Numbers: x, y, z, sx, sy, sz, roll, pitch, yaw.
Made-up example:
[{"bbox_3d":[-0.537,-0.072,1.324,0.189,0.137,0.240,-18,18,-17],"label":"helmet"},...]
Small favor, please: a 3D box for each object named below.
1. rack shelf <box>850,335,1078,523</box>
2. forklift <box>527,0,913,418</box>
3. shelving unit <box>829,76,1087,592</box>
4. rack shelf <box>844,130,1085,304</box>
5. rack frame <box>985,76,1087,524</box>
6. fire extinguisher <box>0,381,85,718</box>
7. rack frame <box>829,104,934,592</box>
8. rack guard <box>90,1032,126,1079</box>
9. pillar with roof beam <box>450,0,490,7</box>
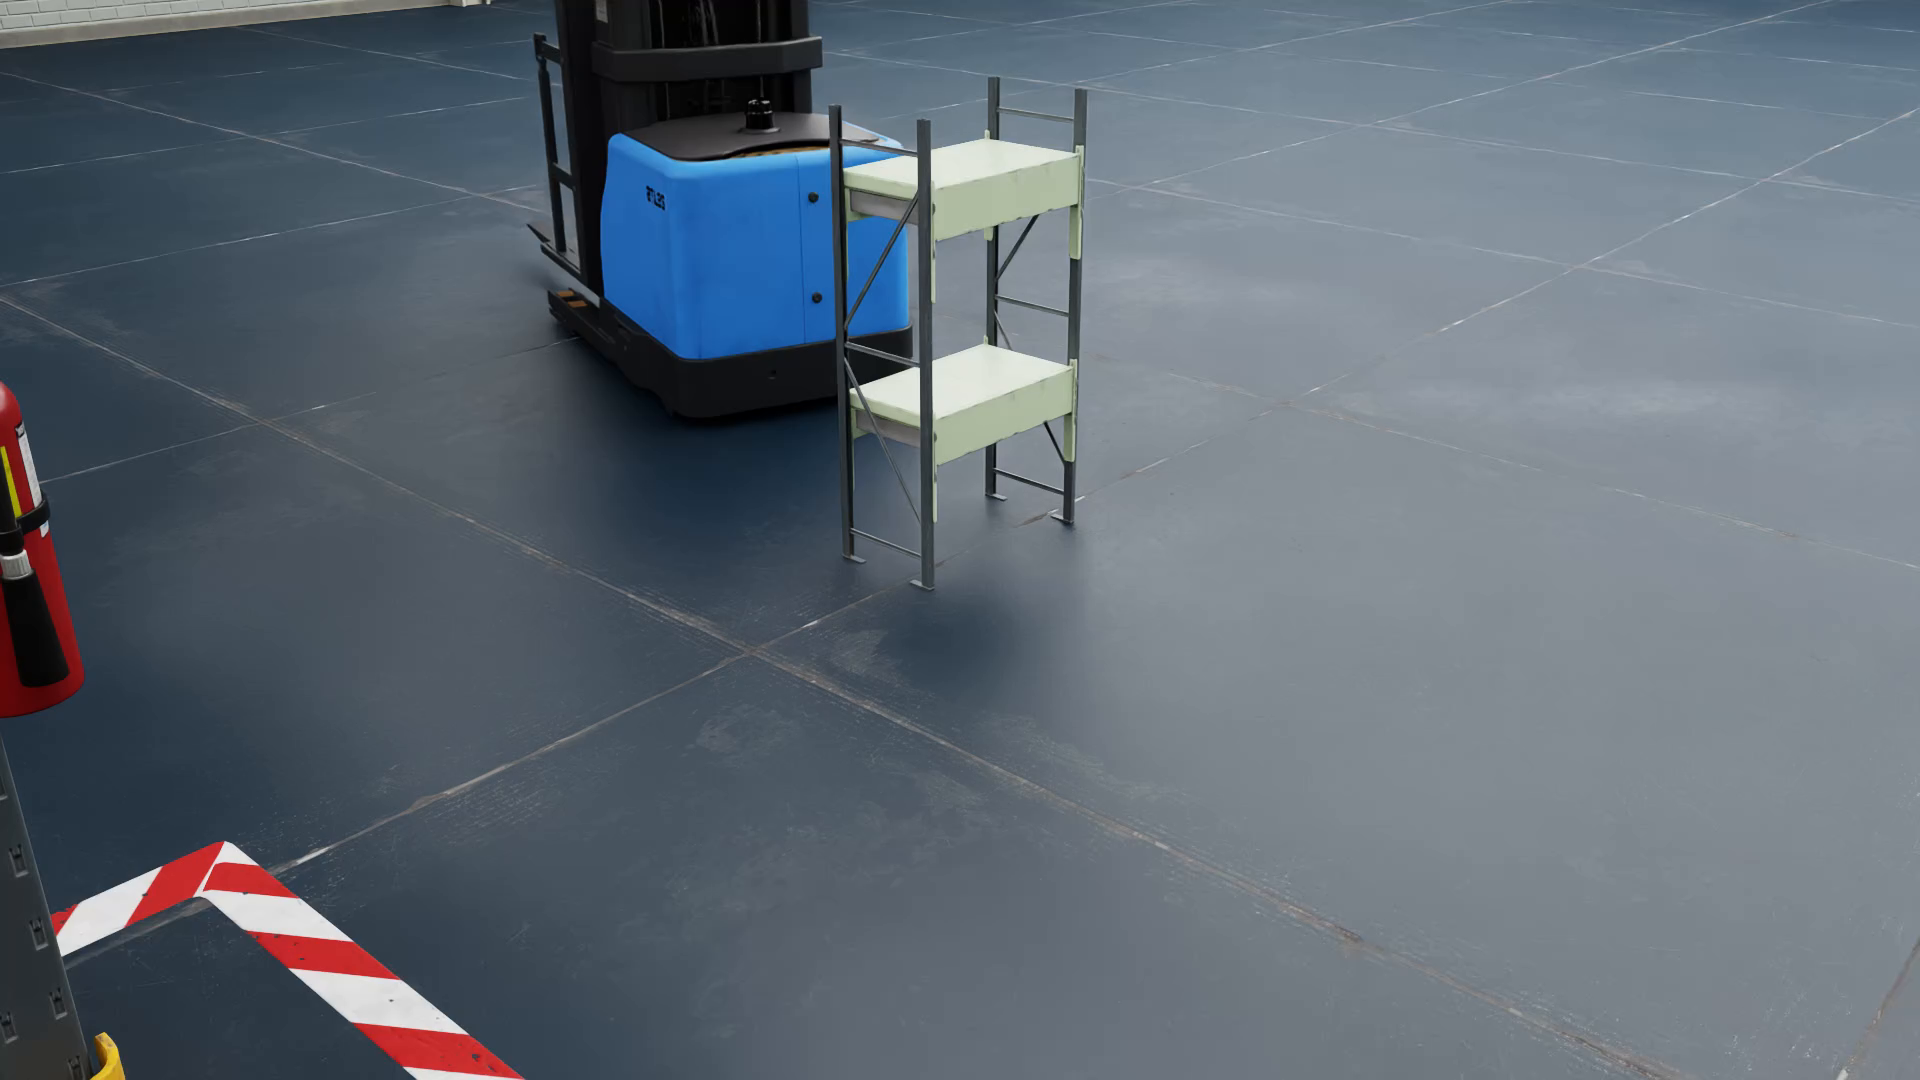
[{"bbox_3d":[0.004,-0.389,5.581,0.431,0.370,0.720,20,31,38],"label":"rack shelf"},{"bbox_3d":[-1.345,-2.391,7.501,1.130,2.935,3.031,-12,27,-26],"label":"forklift"},{"bbox_3d":[0.004,-0.686,5.448,0.431,1.500,0.755,20,31,38],"label":"shelving unit"},{"bbox_3d":[0.004,-1.042,5.288,0.431,0.370,0.720,20,31,38],"label":"rack shelf"},{"bbox_3d":[0.249,-0.798,5.696,0.400,1.500,0.023,20,31,38],"label":"rack frame"},{"bbox_3d":[-1.403,-0.079,2.354,0.296,0.674,0.183,20,31,38],"label":"fire extinguisher"},{"bbox_3d":[-0.240,-0.575,5.199,0.400,1.500,0.023,20,31,38],"label":"rack frame"},{"bbox_3d":[-1.873,0.959,3.001,1.175,0.500,0.348,20,31,38],"label":"rack guard"},{"bbox_3d":[-2.822,-9.517,15.977,9.100,9.000,0.400,20,31,38],"label":"pillar with roof beam"}]
